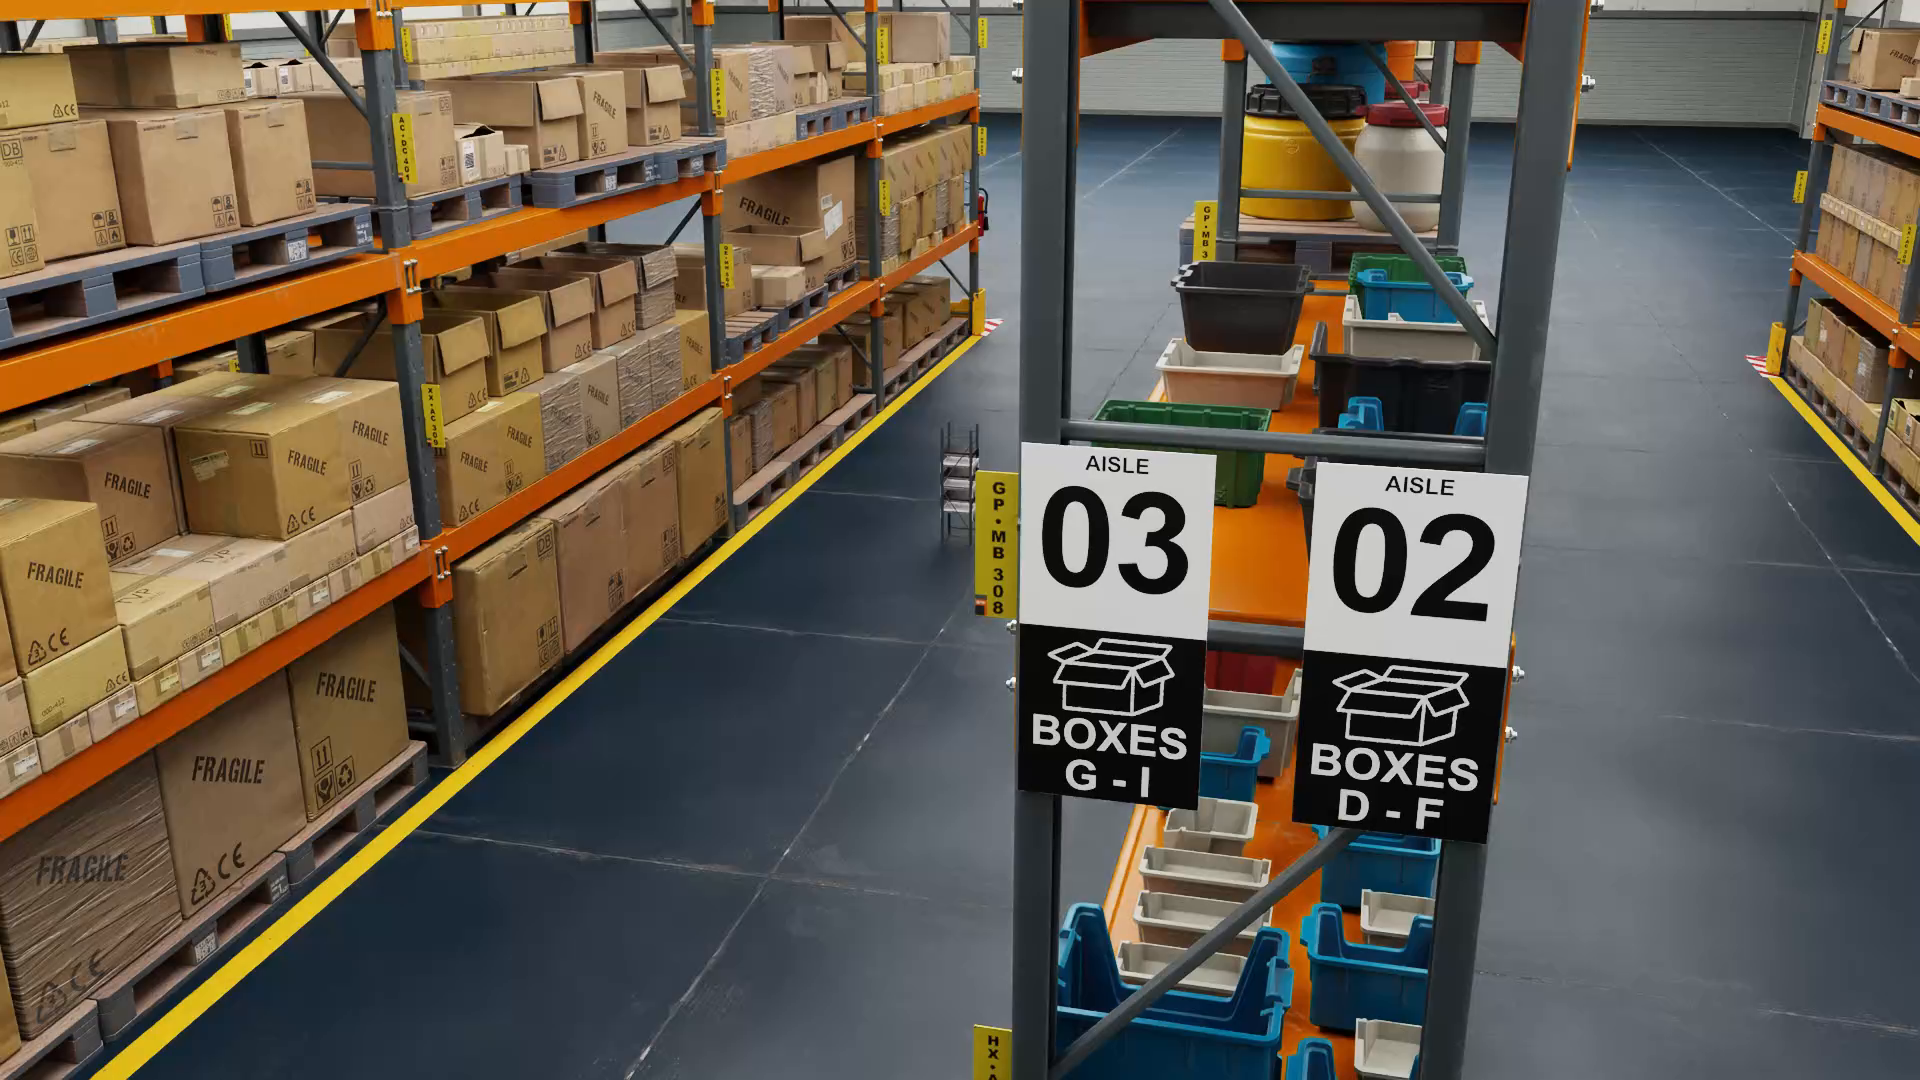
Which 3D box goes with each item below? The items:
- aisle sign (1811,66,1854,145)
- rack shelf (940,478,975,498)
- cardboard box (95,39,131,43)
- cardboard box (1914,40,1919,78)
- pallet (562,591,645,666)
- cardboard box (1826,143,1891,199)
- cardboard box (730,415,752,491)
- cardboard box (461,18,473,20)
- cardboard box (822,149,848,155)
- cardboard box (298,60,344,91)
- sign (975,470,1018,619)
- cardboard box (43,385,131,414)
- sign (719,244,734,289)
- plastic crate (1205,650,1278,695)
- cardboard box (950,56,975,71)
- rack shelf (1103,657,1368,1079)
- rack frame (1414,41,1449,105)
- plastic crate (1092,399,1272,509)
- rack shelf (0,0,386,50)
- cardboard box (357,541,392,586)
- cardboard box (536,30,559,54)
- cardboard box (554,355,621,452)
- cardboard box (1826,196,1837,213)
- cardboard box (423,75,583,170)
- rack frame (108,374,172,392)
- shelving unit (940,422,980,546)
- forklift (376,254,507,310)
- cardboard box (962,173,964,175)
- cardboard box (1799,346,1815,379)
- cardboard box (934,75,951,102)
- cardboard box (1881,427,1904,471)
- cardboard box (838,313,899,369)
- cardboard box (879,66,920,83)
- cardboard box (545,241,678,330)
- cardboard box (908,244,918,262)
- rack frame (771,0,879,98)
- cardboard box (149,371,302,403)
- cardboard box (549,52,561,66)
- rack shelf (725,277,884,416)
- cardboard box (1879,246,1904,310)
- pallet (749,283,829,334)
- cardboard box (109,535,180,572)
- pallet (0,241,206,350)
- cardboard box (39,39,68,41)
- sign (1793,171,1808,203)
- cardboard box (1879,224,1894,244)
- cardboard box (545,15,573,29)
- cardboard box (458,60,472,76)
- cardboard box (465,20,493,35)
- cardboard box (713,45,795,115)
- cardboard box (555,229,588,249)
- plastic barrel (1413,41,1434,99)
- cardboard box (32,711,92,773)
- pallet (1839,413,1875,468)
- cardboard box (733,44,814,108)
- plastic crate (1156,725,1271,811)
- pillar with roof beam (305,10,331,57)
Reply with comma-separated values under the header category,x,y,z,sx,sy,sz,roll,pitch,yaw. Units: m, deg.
category,x,y,z,sx,sy,sz,roll,pitch,yaw
aisle sign,9.049,-4.477,17.132,0.394,0.787,0.004,5,19,13
rack shelf,-0.002,-0.392,12.545,0.258,0.077,0.200,5,19,13
cardboard box,-10.023,-5.833,19.639,0.380,0.149,0.250,5,20,15
cardboard box,8.878,-4.188,14.640,0.797,0.503,0.637,7,20,19
pallet,-2.795,0.464,11.002,1.003,0.211,1.213,5,19,13
cardboard box,9.191,-3.701,16.721,0.700,0.500,0.500,5,19,14
cardboard box,-2.085,-0.715,13.326,0.700,0.500,0.500,4,19,10
cardboard box,-5.762,-5.855,18.898,0.380,0.149,0.250,4,19,13
cardboard box,-1.409,-3.556,16.295,0.500,0.500,0.500,5,19,13
cardboard box,-6.125,-4.345,15.555,0.500,0.250,0.500,4,19,13
sign,0.081,0.012,3.532,0.100,0.325,0.005,5,19,13
cardboard box,-6.927,-1.037,13.140,0.500,0.250,0.500,4,19,12
sign,-1.690,-1.983,12.061,0.100,0.325,0.005,5,19,13
plastic crate,1.135,0.368,6.777,0.402,0.464,0.583,5,19,13
cardboard box,-0.040,-5.411,18.863,0.380,0.149,0.250,5,19,13
rack shelf,1.107,1.134,5.839,1.077,0.370,4.000,5,19,13
rack frame,2.573,-3.926,10.259,1.000,3.000,0.127,5,19,13
plastic crate,0.583,-0.230,4.408,0.450,0.188,0.336,5,19,13
rack shelf,-3.695,-1.907,6.079,1.077,0.370,4.000,5,19,13
cardboard box,-3.026,0.097,8.151,0.380,0.149,0.250,5,19,14
cardboard box,-5.031,-5.812,19.389,0.500,0.250,0.500,5,19,13
cardboard box,-2.486,-0.873,10.447,0.500,0.500,0.500,5,19,14
cardboard box,8.964,-3.367,16.747,0.380,0.149,0.250,4,19,12
cardboard box,-2.708,-2.503,9.925,0.797,0.503,0.637,4,19,13
rack frame,-7.014,-1.901,13.613,1.000,3.000,0.127,5,19,13
shelving unit,-0.002,-0.423,12.535,0.258,0.900,0.210,5,19,13
forklift,-4.384,-1.841,13.544,1.130,2.935,3.031,5,19,14
cardboard box,-0.436,-4.003,19.152,0.875,0.500,0.500,5,19,13
cardboard box,8.865,-1.792,16.897,0.500,0.250,0.500,5,19,13
cardboard box,-0.399,-4.846,17.826,0.500,0.250,0.500,5,20,15
cardboard box,8.014,-0.739,13.814,0.500,0.250,0.500,4,19,12
cardboard box,-0.983,-2.050,17.266,0.500,0.500,0.500,12,22,31
cardboard box,-0.620,-4.675,16.710,0.380,0.149,0.250,4,19,12
cardboard box,-2.424,-1.772,11.528,0.797,0.503,0.637,5,20,15
cardboard box,-0.647,-2.968,17.126,0.380,0.149,0.250,5,19,13
rack frame,-1.252,-5.571,15.075,1.000,3.000,0.127,5,19,13
cardboard box,-3.572,-0.519,8.178,0.500,0.500,0.500,5,19,13
cardboard box,-4.937,-5.665,19.576,0.380,0.149,0.250,5,19,14
rack shelf,-1.741,-1.764,14.325,1.077,0.370,4.000,5,19,13
cardboard box,8.578,-2.301,14.628,0.700,0.500,0.500,4,19,13
pallet,-1.785,-2.011,14.231,1.003,0.211,1.213,5,19,13
cardboard box,-3.823,0.151,7.377,0.500,0.250,0.500,5,20,15
pallet,-3.717,-0.965,6.368,1.003,0.211,1.213,5,19,13
cardboard box,-10.710,-5.802,19.549,0.380,0.149,0.250,5,19,14
sign,8.794,-3.695,17.402,0.100,0.325,0.005,5,19,13
cardboard box,8.462,-2.723,14.862,0.380,0.149,0.250,5,19,13
cardboard box,-4.813,-6.200,19.910,0.380,0.149,0.250,5,19,14
cardboard box,-5.433,-5.027,17.708,0.380,0.149,0.250,4,19,13
cardboard box,-5.309,-5.565,18.050,0.380,0.149,0.250,5,19,13
cardboard box,-1.622,-3.625,13.091,0.500,0.500,0.500,4,19,12
cardboard box,-5.161,-3.384,20.592,0.875,0.875,0.875,5,19,14
plastic barrel,2.985,-2.984,11.366,0.600,0.901,0.600,0,19,0
cardboard box,-3.528,0.741,6.266,0.380,0.149,0.250,4,19,12
pallet,8.588,-0.875,14.921,1.003,0.211,1.213,5,19,13
cardboard box,-1.692,-3.964,14.202,0.797,0.503,0.637,5,20,16
plastic crate,0.872,0.808,5.849,0.416,0.233,0.300,5,19,13
pillar with roof beam,-8.636,-11.272,31.766,9.100,9.000,0.400,5,19,13
